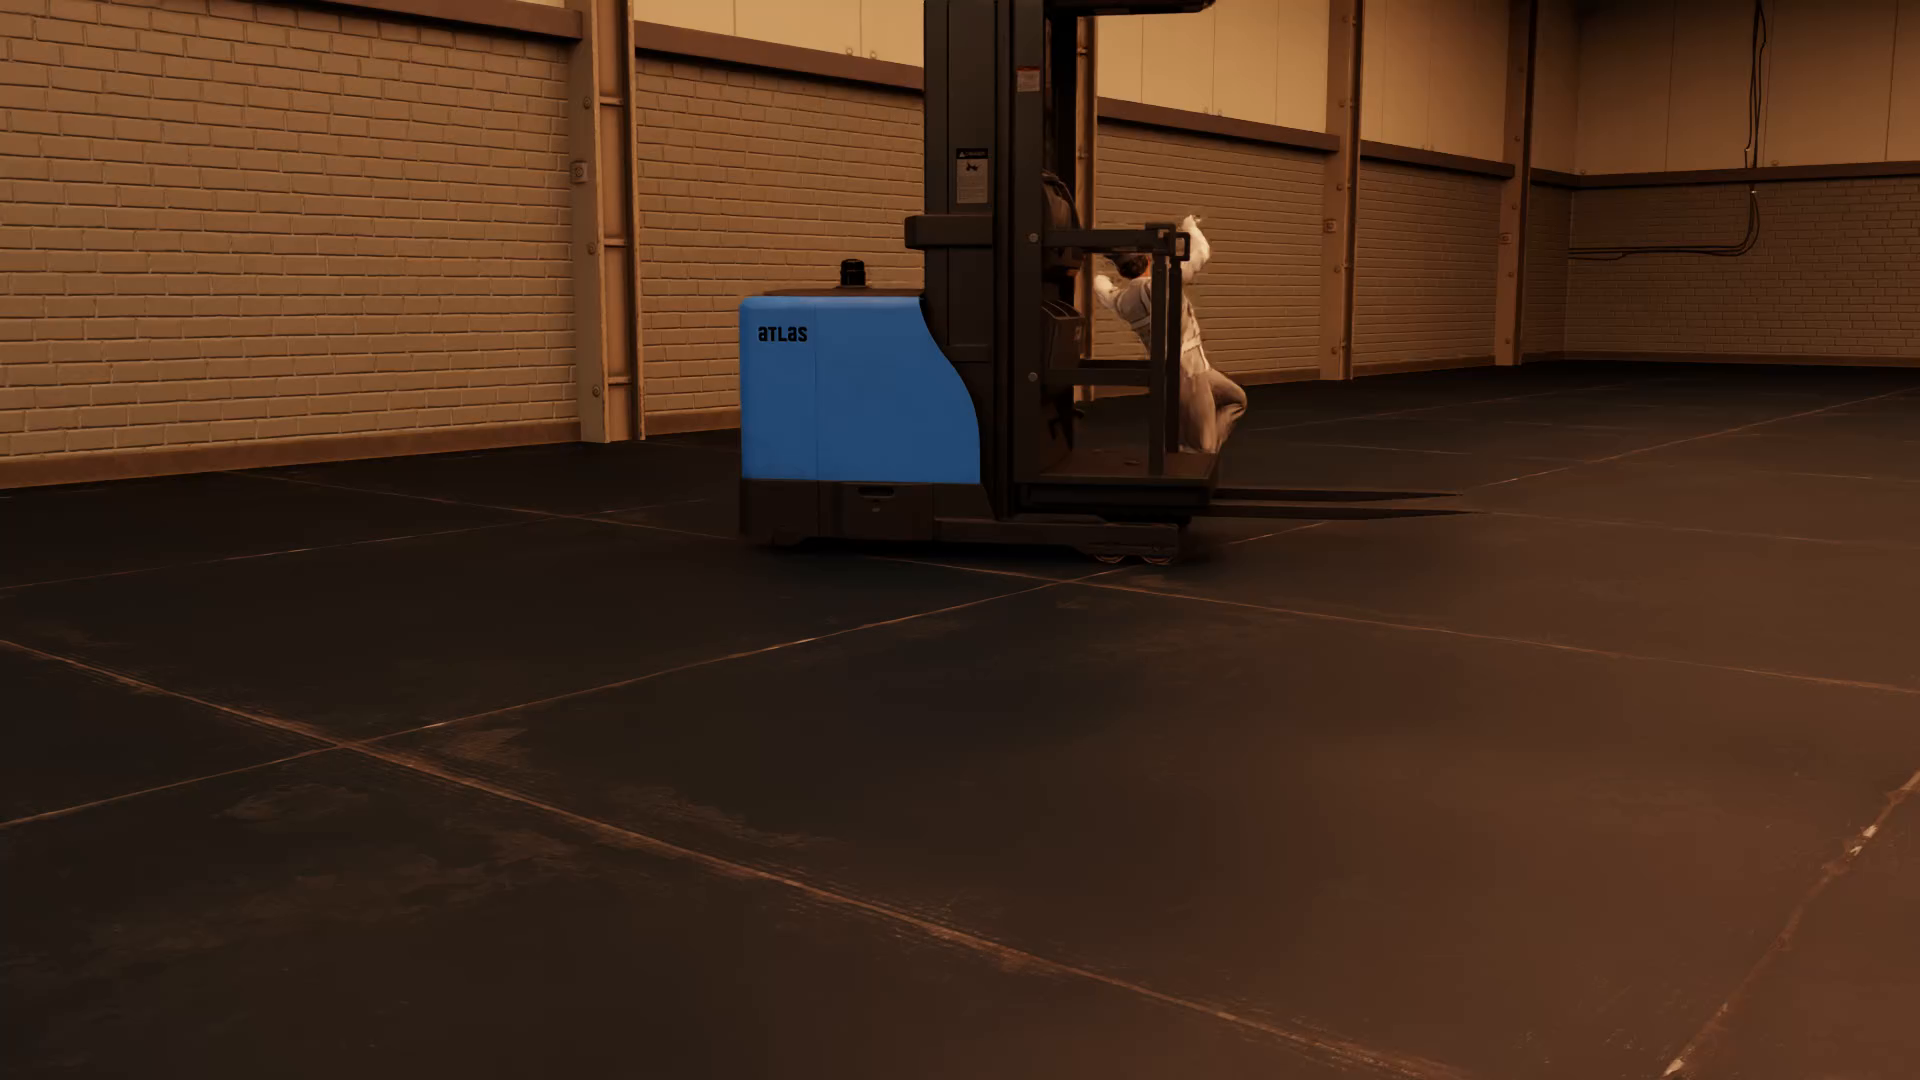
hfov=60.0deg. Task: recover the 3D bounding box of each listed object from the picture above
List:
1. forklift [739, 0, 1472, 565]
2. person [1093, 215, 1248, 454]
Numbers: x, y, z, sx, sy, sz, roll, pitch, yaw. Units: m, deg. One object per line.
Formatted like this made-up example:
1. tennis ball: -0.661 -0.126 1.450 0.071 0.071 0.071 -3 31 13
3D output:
1. forklift: 0.624 -1.433 7.073 3.031 2.935 1.130 2 8 11
2. person: 1.122 -0.968 8.931 0.826 1.516 1.014 -1 8 -9
